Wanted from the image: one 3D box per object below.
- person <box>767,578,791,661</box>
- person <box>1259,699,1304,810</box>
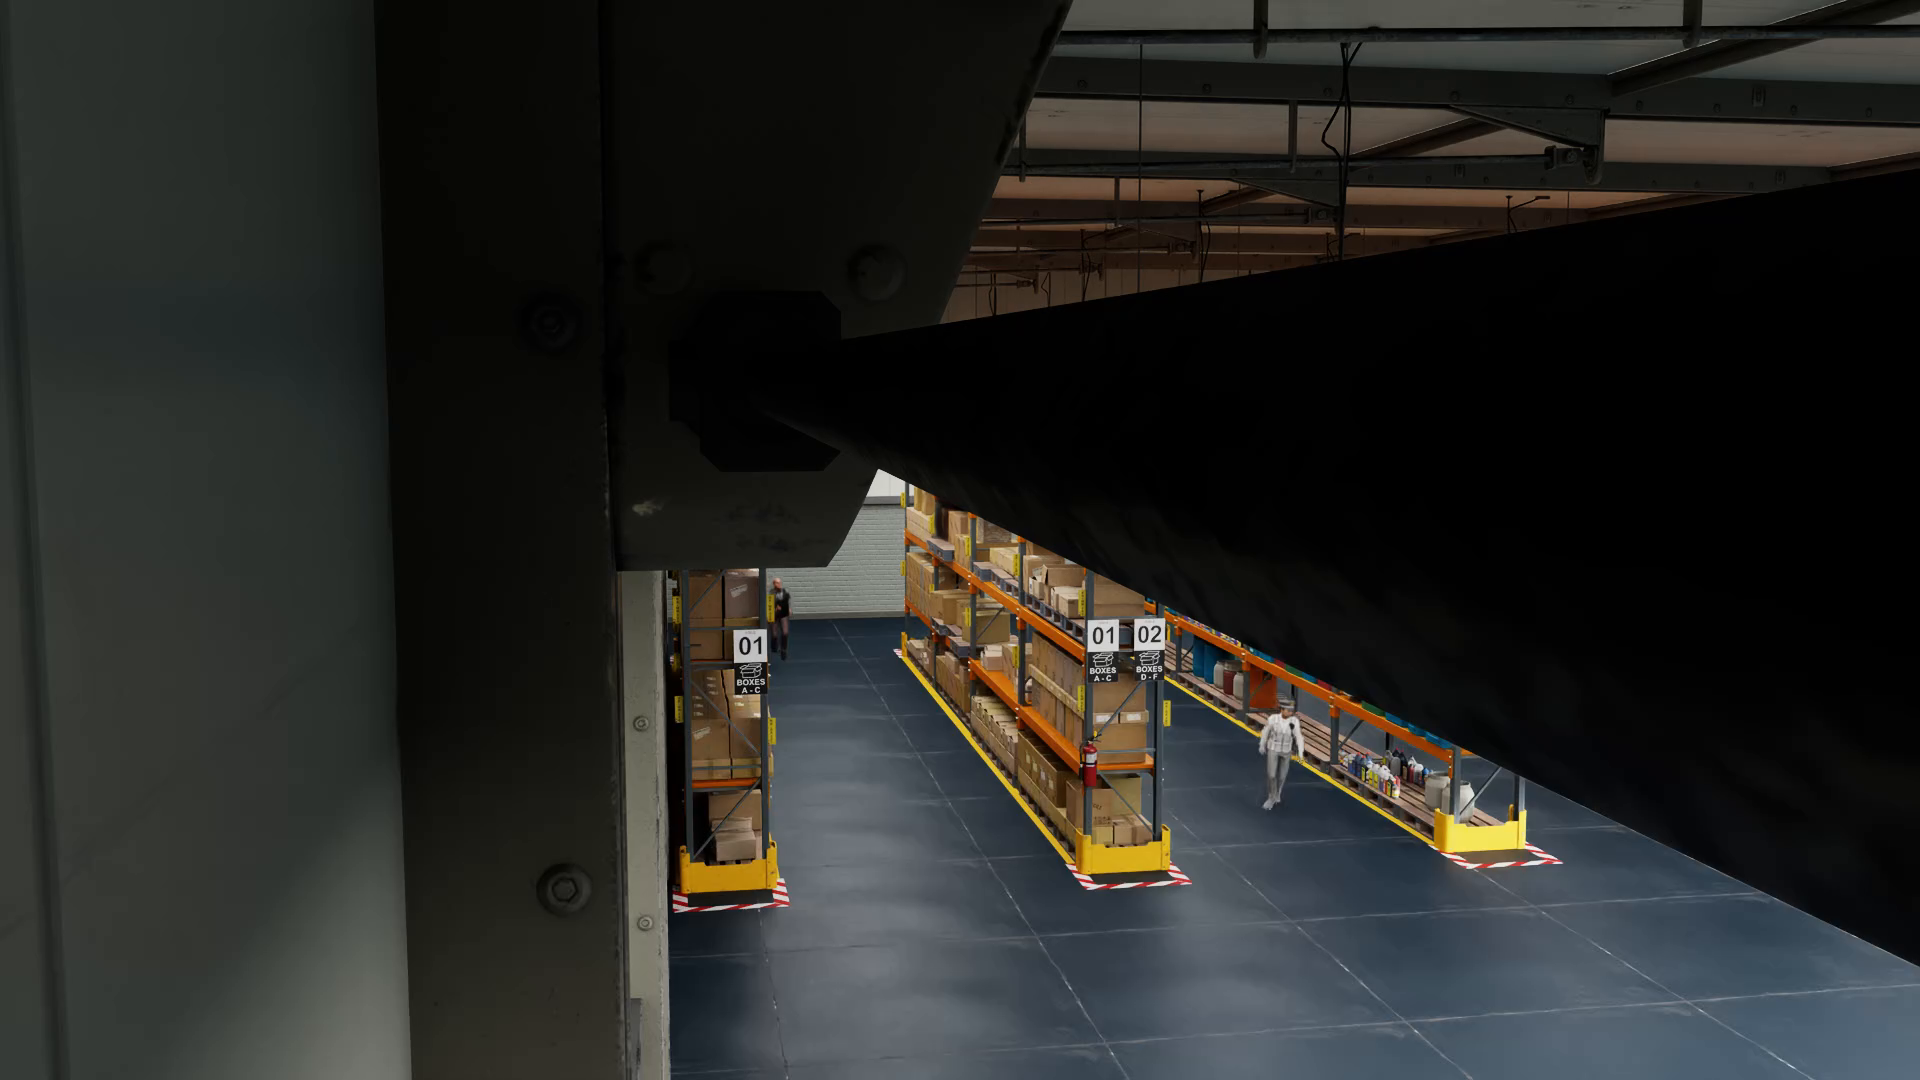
[{"bbox_3d":[-3.833,1.708,35.143,0.613,1.674,0.813,-2,6,-17],"label":"person"},{"bbox_3d":[4.635,3.059,23.961,0.593,1.620,0.713,0,6,-1],"label":"person"}]
